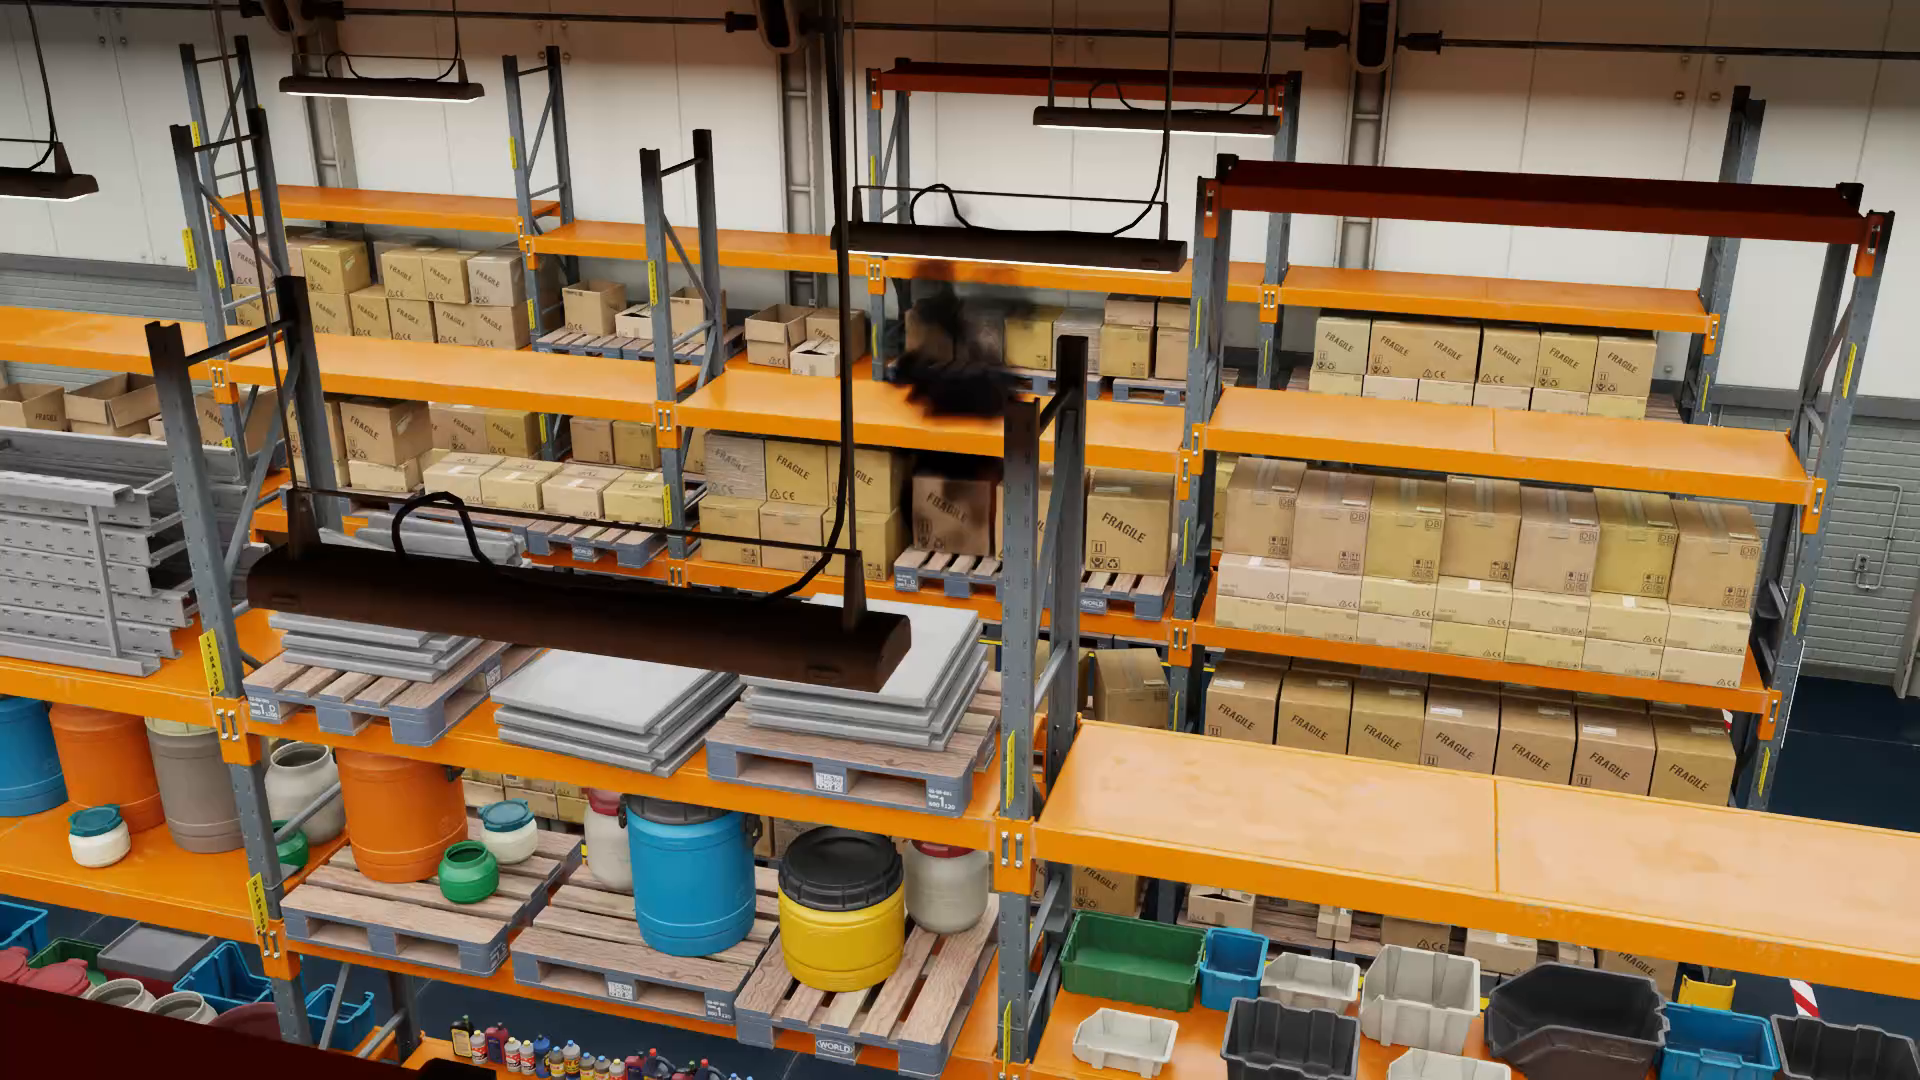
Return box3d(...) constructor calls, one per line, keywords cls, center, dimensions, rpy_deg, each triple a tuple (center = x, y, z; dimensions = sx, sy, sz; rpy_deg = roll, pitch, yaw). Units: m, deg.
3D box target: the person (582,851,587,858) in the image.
box3d(cls="person", center=(-2.455, 2.552, 11.734), dimensions=(0.653, 1.736, 0.580), rpy_deg=(3, 23, 7))
